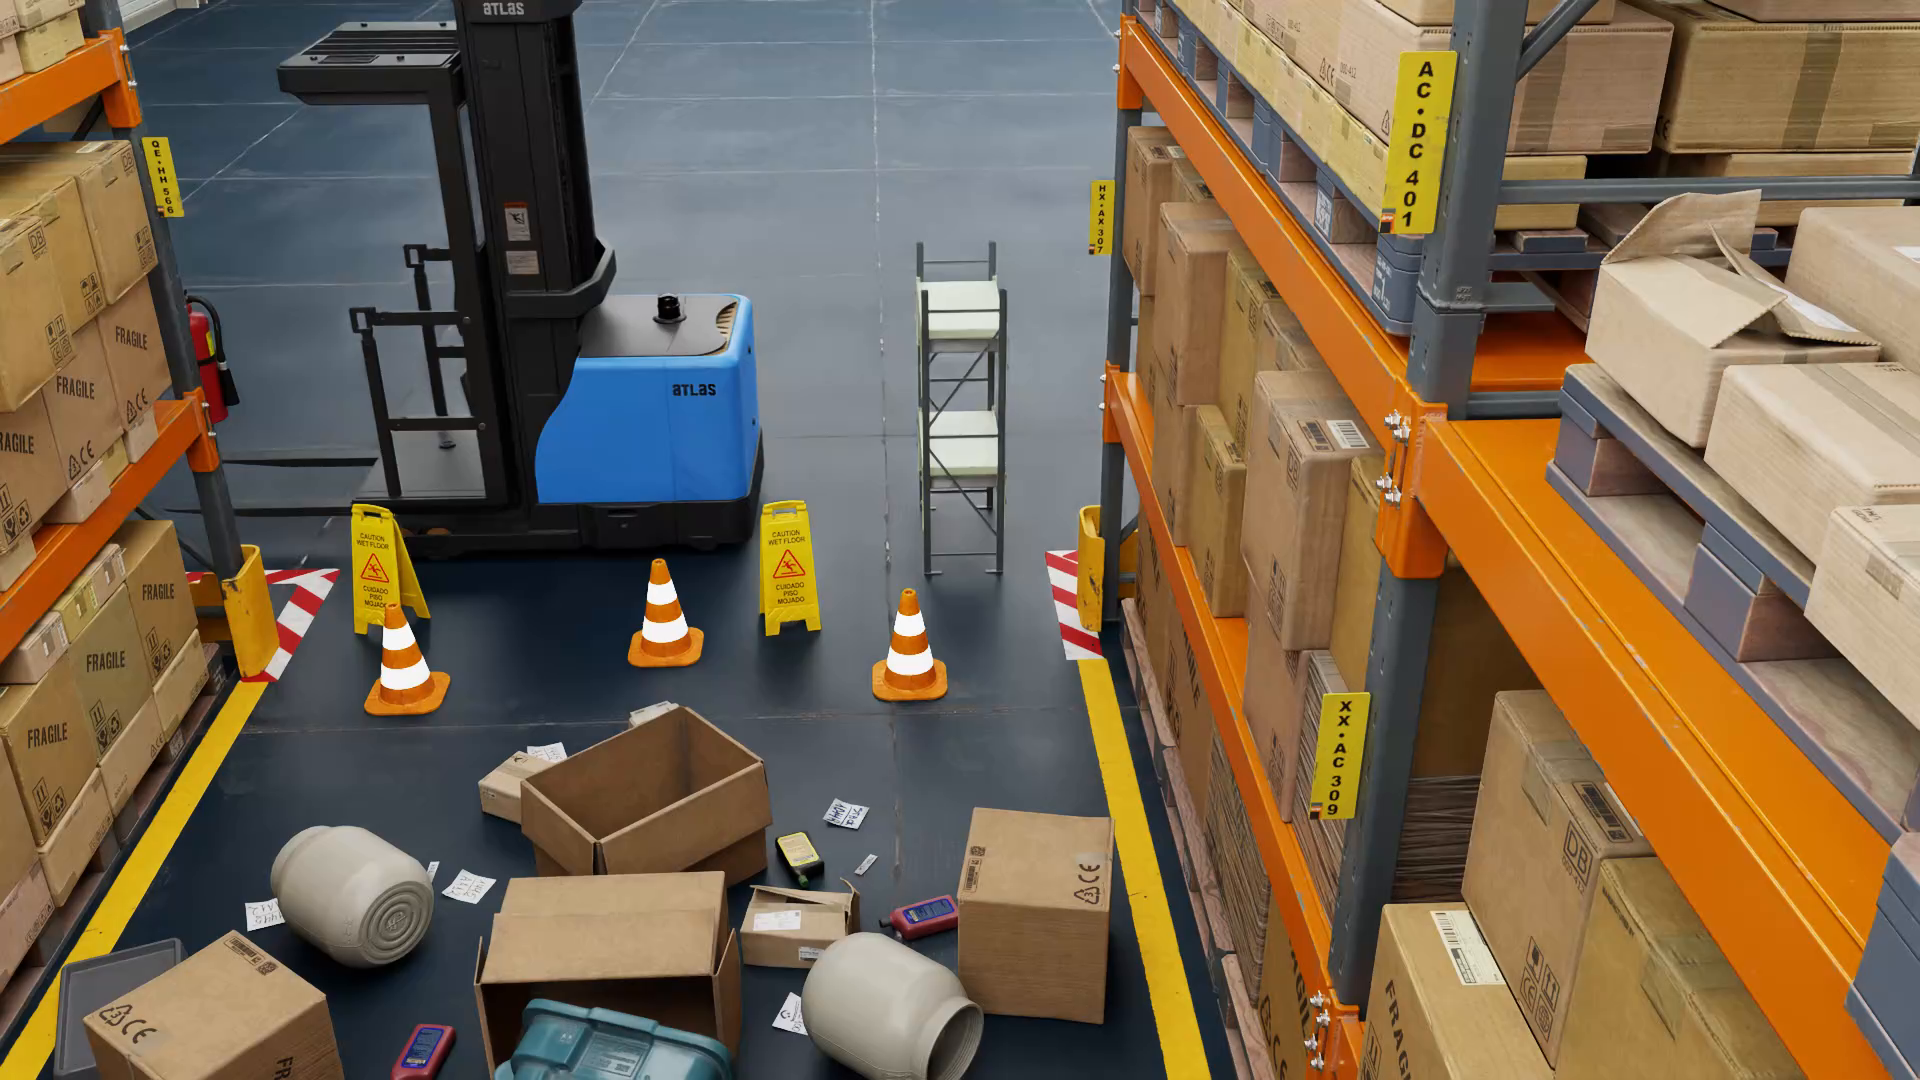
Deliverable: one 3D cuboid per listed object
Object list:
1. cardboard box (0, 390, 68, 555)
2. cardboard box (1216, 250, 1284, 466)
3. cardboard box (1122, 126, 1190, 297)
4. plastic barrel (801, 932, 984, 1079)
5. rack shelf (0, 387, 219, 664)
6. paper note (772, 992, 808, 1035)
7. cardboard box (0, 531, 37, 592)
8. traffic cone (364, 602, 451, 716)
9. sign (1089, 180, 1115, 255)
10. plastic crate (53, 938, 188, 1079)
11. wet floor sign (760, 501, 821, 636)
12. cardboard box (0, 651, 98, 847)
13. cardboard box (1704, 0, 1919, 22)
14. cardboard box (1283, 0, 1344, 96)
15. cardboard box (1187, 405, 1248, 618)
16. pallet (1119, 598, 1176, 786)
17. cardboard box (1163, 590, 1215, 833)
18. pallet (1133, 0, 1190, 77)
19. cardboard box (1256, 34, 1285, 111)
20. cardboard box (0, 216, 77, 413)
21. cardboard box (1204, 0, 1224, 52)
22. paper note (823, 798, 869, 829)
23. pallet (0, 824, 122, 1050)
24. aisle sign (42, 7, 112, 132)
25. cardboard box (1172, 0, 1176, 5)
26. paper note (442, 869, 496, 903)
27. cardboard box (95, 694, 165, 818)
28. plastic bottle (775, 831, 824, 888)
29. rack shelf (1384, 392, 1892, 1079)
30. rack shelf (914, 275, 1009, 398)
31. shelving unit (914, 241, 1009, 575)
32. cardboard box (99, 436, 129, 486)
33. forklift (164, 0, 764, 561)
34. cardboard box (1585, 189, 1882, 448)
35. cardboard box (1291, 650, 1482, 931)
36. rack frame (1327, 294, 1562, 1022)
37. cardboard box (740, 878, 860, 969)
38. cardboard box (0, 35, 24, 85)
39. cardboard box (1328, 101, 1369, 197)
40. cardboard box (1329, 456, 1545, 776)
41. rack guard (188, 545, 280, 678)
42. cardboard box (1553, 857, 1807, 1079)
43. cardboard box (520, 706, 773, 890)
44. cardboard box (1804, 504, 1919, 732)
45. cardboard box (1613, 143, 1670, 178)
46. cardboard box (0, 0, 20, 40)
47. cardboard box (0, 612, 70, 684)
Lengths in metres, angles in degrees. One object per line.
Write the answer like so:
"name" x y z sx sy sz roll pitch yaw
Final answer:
"cardboard box" -3.428 -0.277 5.608 0.500 0.500 0.500 -2 28 -3
"cardboard box" 1.315 -0.591 5.310 0.875 0.550 0.500 -1 28 -3
"cardboard box" 1.143 -1.347 6.758 0.875 0.550 0.550 -1 28 -3
"plastic barrel" -0.220 1.529 5.361 0.512 0.421 0.421 19 33 32
"rack shelf" -3.671 0.435 5.450 1.077 0.370 4.000 -1 28 -3
"paper note" -0.527 1.611 5.638 0.172 0.023 0.155 8 29 15
"cardboard box" -3.406 0.060 5.662 0.380 0.149 0.250 -2 28 -3
"traffic cone" -2.465 0.485 7.320 0.336 0.463 0.334 -1 28 -3
"sign" 0.608 -1.382 7.134 0.100 0.325 0.005 -1 28 -3
"plastic crate" -2.830 1.589 5.616 0.402 0.080 0.583 -11 30 -20
"wet floor sign" -0.816 0.105 7.852 0.267 0.644 0.232 -6 28 -11
"cardboard box" -3.423 0.731 5.813 0.500 0.500 0.500 -2 28 -4
"cardboard box" 1.692 -1.105 3.229 0.380 0.149 0.250 -1 28 -2
"cardboard box" 1.063 -1.207 3.855 0.500 0.250 0.500 -1 28 -3
"cardboard box" 1.250 -0.111 5.557 0.875 0.550 0.500 -1 28 -3
"pallet" 1.282 0.630 7.314 1.003 0.211 1.213 -1 28 -3
"cardboard box" 1.312 0.500 6.391 0.875 0.875 0.875 -2 28 -3
"pallet" 1.212 -1.922 6.044 1.003 0.211 1.213 -1 28 -3
"cardboard box" 0.980 -1.205 4.282 0.380 0.149 0.250 -1 28 -2
"cardboard box" -3.382 -0.729 5.394 0.700 0.500 0.500 -2 28 -3
"cardboard box" 0.940 -1.556 4.956 0.380 0.149 0.250 -1 28 -2
"paper note" -0.453 1.089 6.630 0.144 0.017 0.142 8 29 15
"pallet" -3.704 1.402 5.833 1.003 0.211 1.213 -1 28 -3
"aisle sign" -3.489 -1.996 6.522 0.394 0.787 0.004 -1 28 -3
"cardboard box" 0.901 -1.906 5.627 0.380 0.149 0.250 -1 28 -2
"paper note" -1.844 1.298 6.240 0.148 0.019 0.142 8 29 15
"cardboard box" -3.445 0.832 6.431 0.500 0.250 0.500 -1 28 -2
"plastic bottle" -0.601 1.221 6.342 0.133 0.061 0.283 -11 30 -20
"rack shelf" 1.476 0.786 1.533 1.077 0.370 4.000 -1 28 -3
"rack shelf" 0.000 -1.014 8.229 0.431 0.370 0.720 -1 28 -3
"shelving unit" 0.000 -0.668 8.409 0.431 1.500 0.755 -1 28 -3
"cardboard box" -3.426 -0.295 6.344 0.380 0.149 0.250 -2 28 -4
"forklift" -2.607 -1.439 8.340 3.031 2.935 1.130 -1 28 -2
"cardboard box" 1.154 -0.342 2.502 0.258 0.266 0.396 -2 28 -3
"cardboard box" 1.340 0.637 4.123 0.875 0.550 0.550 -1 28 -3
"rack frame" 1.371 0.874 3.831 1.000 3.000 0.127 -1 28 -3
"cardboard box" -0.558 1.337 5.900 0.396 0.266 0.258 3 28 6
"cardboard box" -3.452 -1.630 5.660 0.380 0.149 0.250 -1 28 -1
"cardboard box" 1.020 -0.852 3.606 0.380 0.149 0.250 -1 28 -2
"cardboard box" 1.386 0.157 3.875 0.875 0.550 0.550 -1 28 -3
"rack guard" -3.771 0.336 7.565 1.175 0.500 0.348 -1 28 -3
"cardboard box" 1.432 0.853 2.682 0.700 0.500 0.500 -2 28 -3
"cardboard box" -1.155 1.049 6.194 0.797 0.503 0.637 -23 35 -37
"cardboard box" 1.185 0.078 1.823 0.380 0.149 0.250 -1 28 -3
"cardboard box" 1.676 -0.871 3.643 0.380 0.149 0.250 -1 28 -2
"cardboard box" -3.468 -1.740 5.440 0.500 0.250 0.500 -2 28 -3
"cardboard box" -3.365 0.375 5.794 0.380 0.149 0.250 0 28 0
